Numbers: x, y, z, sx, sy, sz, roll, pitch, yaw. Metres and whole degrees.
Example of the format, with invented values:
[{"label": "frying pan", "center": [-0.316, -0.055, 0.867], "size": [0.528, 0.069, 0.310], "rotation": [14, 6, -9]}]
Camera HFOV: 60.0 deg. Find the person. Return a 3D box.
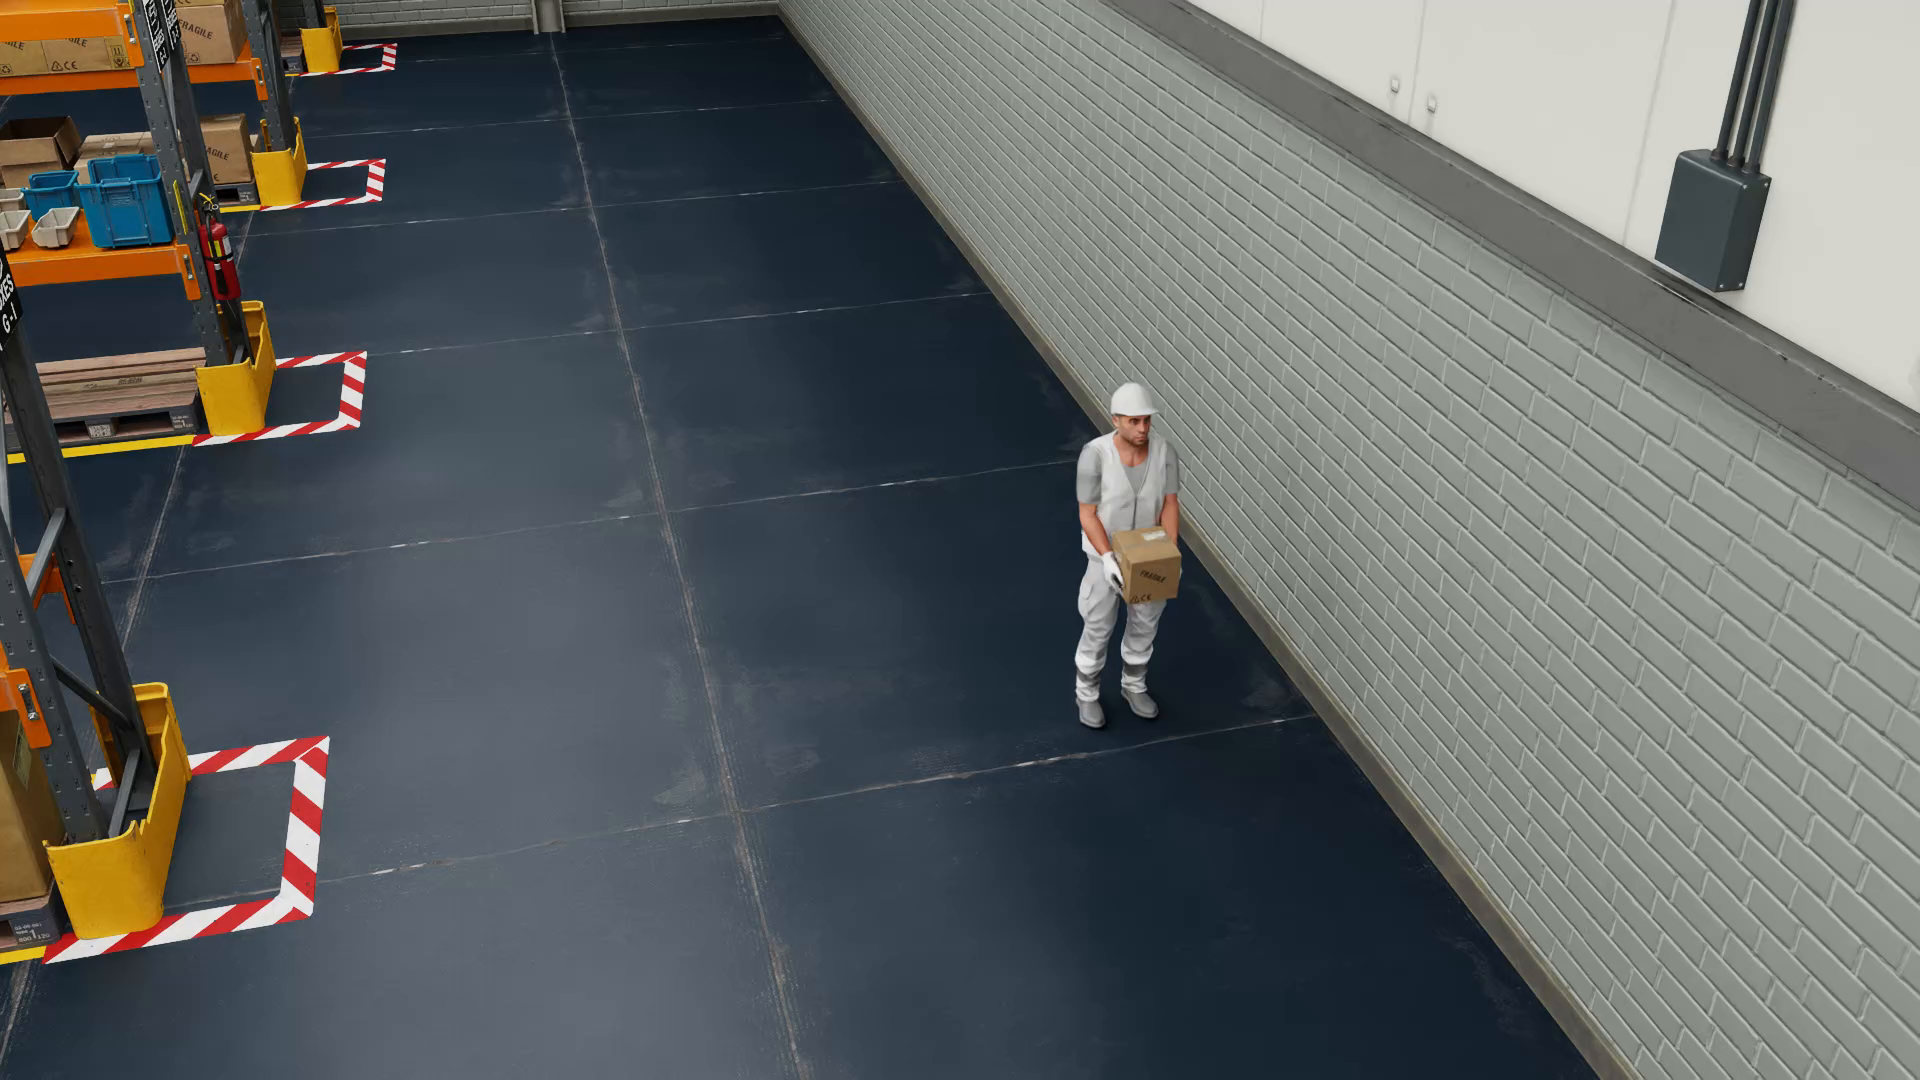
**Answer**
[{"label": "person", "center": [0.826, 0.109, 8.024], "size": [0.524, 1.794, 0.529], "rotation": [-8, 31, -14]}]
